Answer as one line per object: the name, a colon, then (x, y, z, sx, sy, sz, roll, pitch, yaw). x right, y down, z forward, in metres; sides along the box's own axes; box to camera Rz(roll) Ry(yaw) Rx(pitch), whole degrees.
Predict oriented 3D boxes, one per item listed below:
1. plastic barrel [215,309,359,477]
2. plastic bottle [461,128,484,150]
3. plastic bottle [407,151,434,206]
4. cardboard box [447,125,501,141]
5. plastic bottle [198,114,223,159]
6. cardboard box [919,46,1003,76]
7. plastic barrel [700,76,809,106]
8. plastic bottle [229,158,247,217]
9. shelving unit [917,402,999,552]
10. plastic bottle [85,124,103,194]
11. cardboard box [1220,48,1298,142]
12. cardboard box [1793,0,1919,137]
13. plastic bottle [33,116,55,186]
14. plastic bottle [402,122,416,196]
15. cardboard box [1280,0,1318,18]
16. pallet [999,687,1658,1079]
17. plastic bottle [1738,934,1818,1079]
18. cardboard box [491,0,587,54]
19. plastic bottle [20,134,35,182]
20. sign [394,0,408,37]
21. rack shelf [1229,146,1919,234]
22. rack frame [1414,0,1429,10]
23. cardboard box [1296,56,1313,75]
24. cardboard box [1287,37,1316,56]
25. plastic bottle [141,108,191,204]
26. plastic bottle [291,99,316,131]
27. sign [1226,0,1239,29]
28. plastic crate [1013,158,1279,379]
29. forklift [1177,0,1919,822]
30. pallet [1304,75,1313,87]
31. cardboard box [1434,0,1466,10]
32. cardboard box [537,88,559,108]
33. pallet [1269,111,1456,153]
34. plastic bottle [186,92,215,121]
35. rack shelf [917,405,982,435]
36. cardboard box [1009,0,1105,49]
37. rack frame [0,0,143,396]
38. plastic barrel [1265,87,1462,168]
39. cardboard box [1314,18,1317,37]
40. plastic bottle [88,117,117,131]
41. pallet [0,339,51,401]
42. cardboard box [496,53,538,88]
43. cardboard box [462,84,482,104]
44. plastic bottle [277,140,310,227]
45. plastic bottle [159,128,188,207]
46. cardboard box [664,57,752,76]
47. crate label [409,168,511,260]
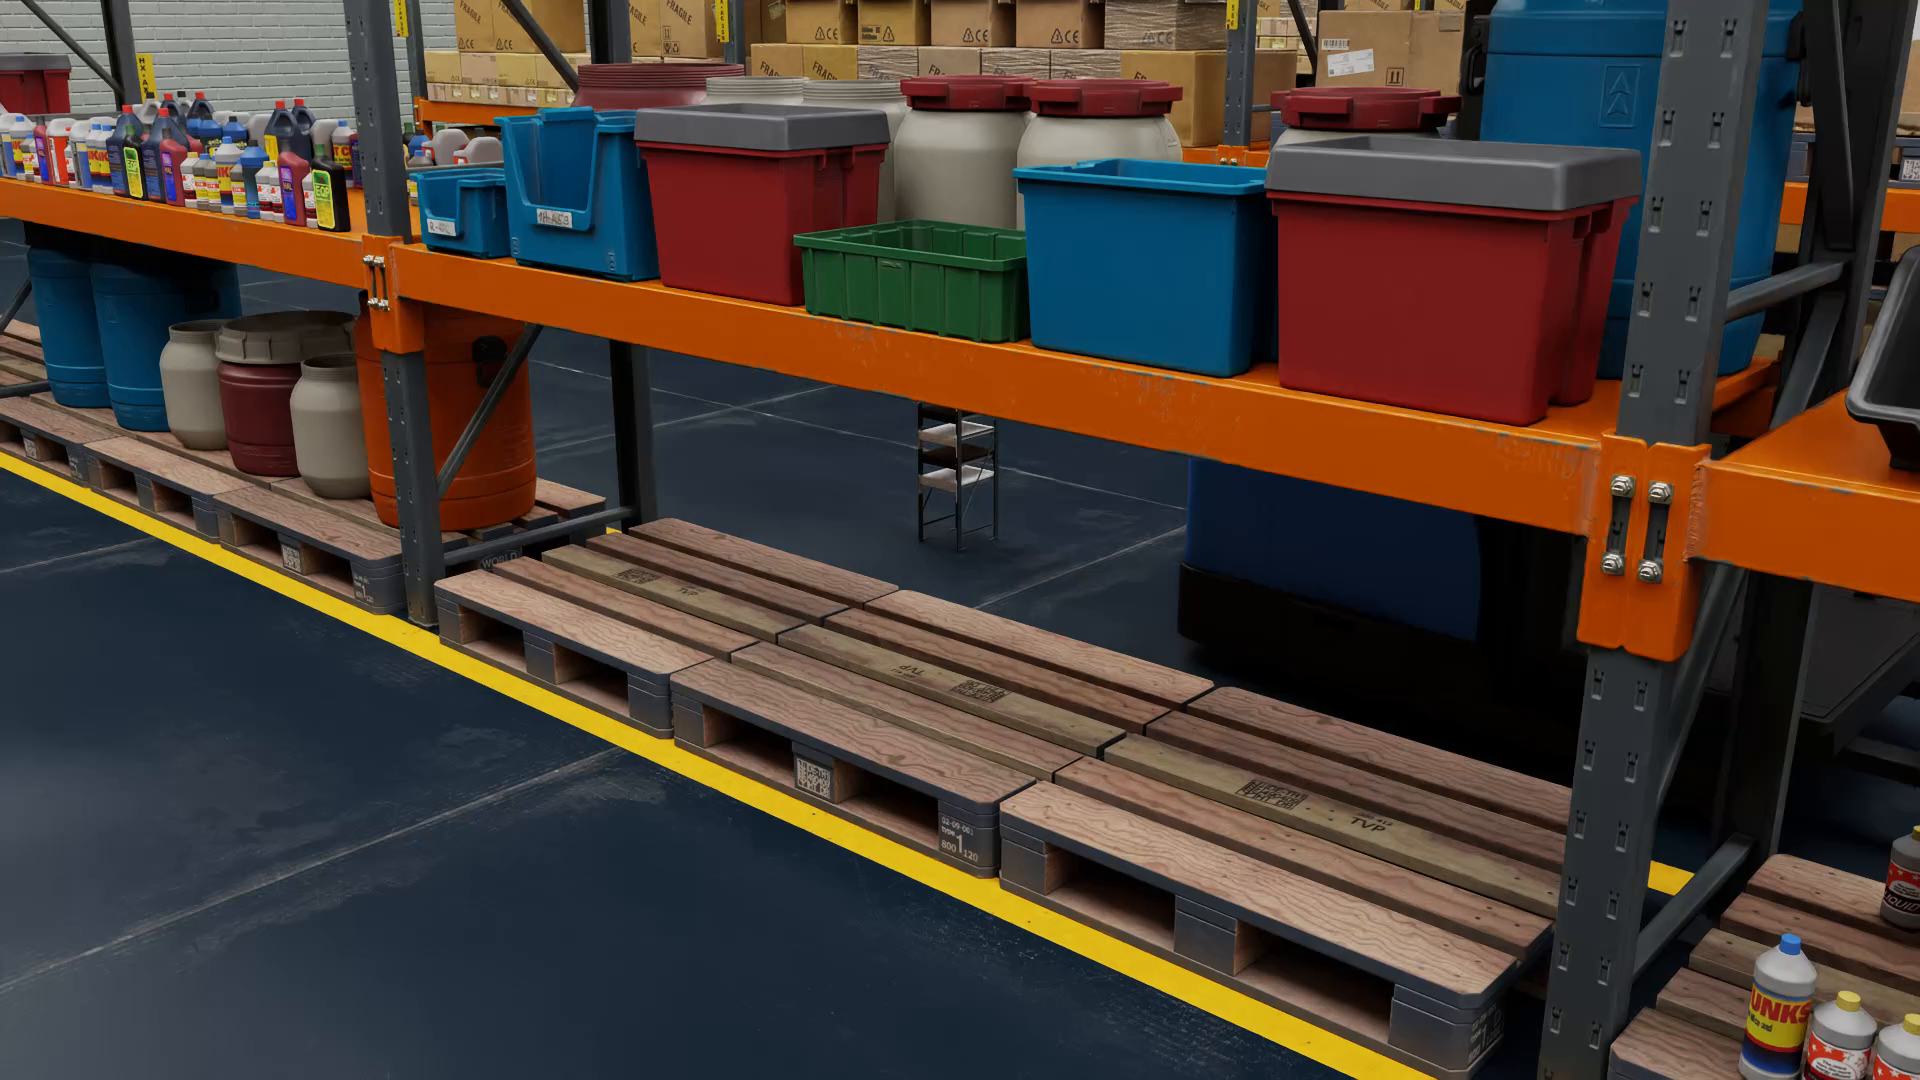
plastic barrel: (-2.740, -0.619, 6.895, 0.708, 0.588, 0.600, 15, 23, 39)
plastic bottle: (-1.843, -1.428, 6.344, 0.133, 0.283, 0.061, 15, 23, 39)
plastic bottle: (-2.042, -1.373, 6.308, 0.097, 0.201, 0.097, 0, 18, 0)
cardboard box: (-3.682, -3.051, 14.084, 0.875, 0.875, 0.875, 15, 23, 39)
plastic bottle: (-3.318, -1.749, 7.377, 0.097, 0.271, 0.097, 0, 18, 0)
cardboard box: (0.097, -2.765, 10.201, 0.500, 0.500, 0.500, 16, 23, 40)
plastic barrel: (-0.607, -1.142, 5.066, 0.421, 0.512, 0.421, 0, 18, 0)
plastic bottle: (-2.569, -1.269, 5.980, 0.097, 0.201, 0.097, 0, 18, 0)
shelving unit: (-0.006, -0.431, 6.481, 0.210, 0.900, 0.258, 15, 23, 39)
plastic bottle: (-3.482, -1.548, 6.742, 0.097, 0.271, 0.097, 0, 18, 0)
cardboard box: (1.587, -2.574, 9.599, 0.500, 0.500, 0.500, 16, 24, 41)
cardboard box: (4.260, -2.242, 7.030, 1.000, 1.000, 1.000, 15, 23, 40)
plastic bottle: (-3.854, -1.646, 7.032, 0.133, 0.283, 0.061, 15, 23, 39)
plastic bottle: (-2.216, -1.528, 6.660, 0.133, 0.283, 0.061, 15, 23, 39)
cardboard box: (4.059, -6.173, 19.286, 0.500, 0.500, 0.500, 15, 23, 40)
pallet: (0.861, 0.737, 3.942, 1.213, 0.211, 1.003, 15, 23, 39)
plastic bottle: (1.421, 0.810, 2.883, 0.097, 0.271, 0.097, 0, 18, 0)
cardboard box: (-3.269, -4.041, 12.902, 0.500, 0.500, 0.500, 14, 23, 38)
plastic bottle: (-4.001, -1.654, 7.192, 0.097, 0.201, 0.097, 0, 18, 0)
sign: (-4.587, -4.300, 13.639, 0.005, 0.325, 0.100, 15, 23, 39)
rack shelf: (3.266, -1.623, 7.956, 4.000, 0.370, 1.077, 15, 23, 39)
rack frame: (5.356, -5.413, 18.708, 0.127, 3.000, 1.000, 15, 23, 39)
cardboard box: (2.908, -3.963, 13.860, 0.250, 0.149, 0.380, 14, 22, 37)
cardboard box: (2.922, -4.102, 13.809, 0.250, 0.149, 0.380, 16, 24, 41)
plastic bottle: (-3.050, -1.479, 6.394, 0.185, 0.351, 0.144, 15, 23, 39)
plastic bottle: (-2.781, -1.695, 7.075, 0.185, 0.351, 0.144, 15, 23, 39)
sign: (1.404, -2.793, 8.540, 0.005, 0.325, 0.100, 15, 23, 39)
plastic crate: (0.442, -0.587, 3.530, 0.575, 0.384, 0.392, 15, 23, 39)
forklift: (2.128, -0.830, 4.380, 3.031, 2.935, 1.130, 16, 24, 41)
pallet: (3.630, -3.766, 13.837, 1.213, 0.211, 1.003, 15, 23, 39)
cardboard box: (5.494, -5.784, 18.059, 0.500, 0.500, 0.500, 15, 23, 40)
cardboard box: (-3.016, -3.400, 12.780, 0.250, 0.149, 0.380, 14, 23, 38)
pallet: (2.373, -2.157, 8.767, 1.003, 0.211, 1.213, 15, 23, 39)
plastic bottle: (-3.467, -1.879, 7.655, 0.185, 0.351, 0.144, 15, 23, 39)
rack shelf: (-0.006, -0.485, 6.464, 0.200, 0.077, 0.258, 15, 23, 39)
cardboard box: (0.748, -3.175, 9.834, 0.637, 0.503, 0.797, 16, 23, 40)
rack frame: (-4.510, -2.050, 8.112, 0.127, 3.000, 1.000, 15, 23, 39)
plastic barrel: (0.904, -0.750, 3.792, 0.433, 0.535, 0.433, 0, 18, 0)
cardboard box: (3.103, -4.194, 13.605, 0.250, 0.149, 0.380, 16, 24, 41)
plastic bottle: (-3.623, -1.660, 7.089, 0.135, 0.276, 0.152, 15, 23, 39)
pallet: (-5.085, -0.860, 8.972, 1.213, 0.211, 1.003, 15, 23, 39)
cardboard box: (-3.267, -3.682, 13.011, 0.500, 0.250, 0.500, 14, 22, 37)
cardboard box: (-3.783, -3.606, 13.429, 0.250, 0.149, 0.380, 14, 23, 38)
plastic bottle: (-2.276, -1.222, 5.697, 0.133, 0.283, 0.061, 15, 23, 39)
plastic bottle: (-2.959, -1.405, 6.274, 0.133, 0.283, 0.061, 15, 23, 39)
cardboard box: (-1.727, -3.270, 11.713, 0.500, 0.250, 0.500, 14, 23, 38)
crate label: (-1.452, -0.998, 5.073, 0.416, 0.233, 0.303, 15, 23, 39)
